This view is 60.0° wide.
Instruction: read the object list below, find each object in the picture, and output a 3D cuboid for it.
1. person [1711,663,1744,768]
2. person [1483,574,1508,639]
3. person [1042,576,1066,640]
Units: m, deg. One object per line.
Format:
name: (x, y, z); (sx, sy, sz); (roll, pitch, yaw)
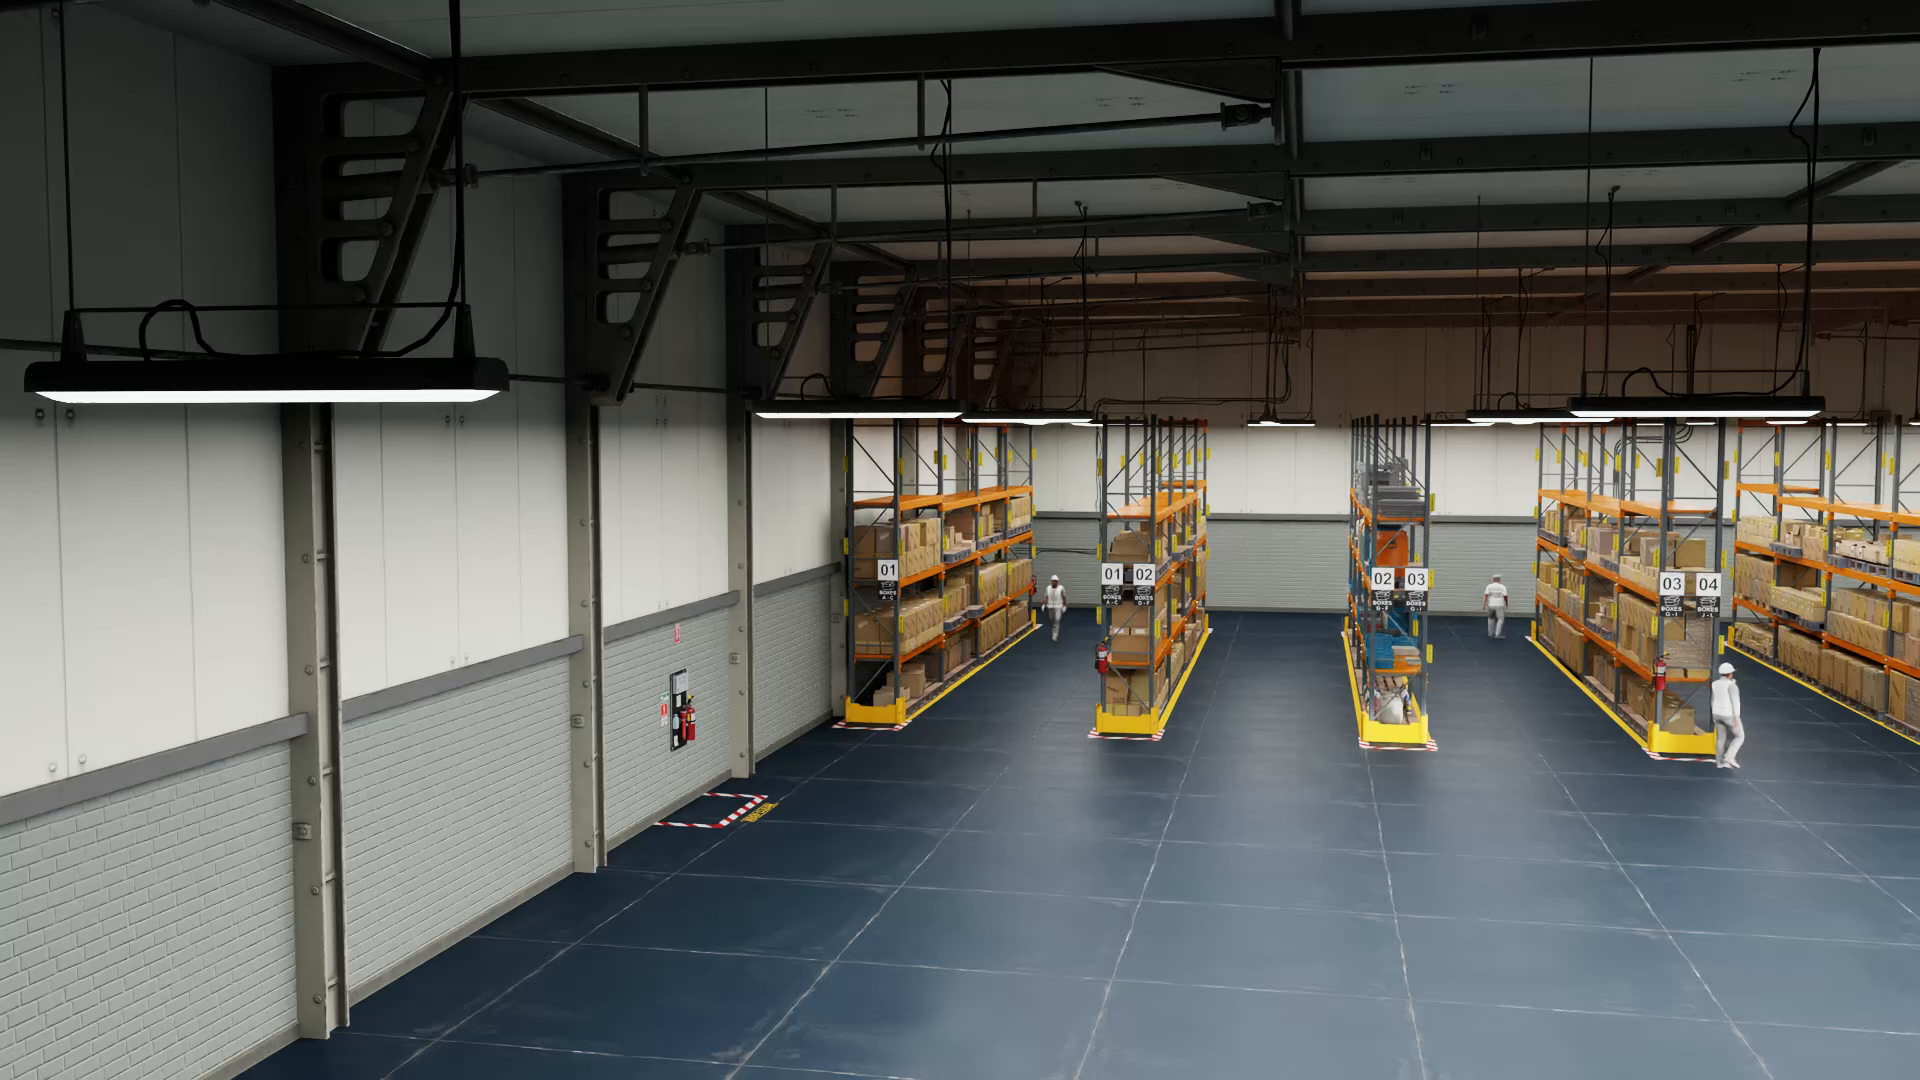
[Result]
person: (12.966, 2.960, 28.109); (0.426, 1.770, 0.564); (-2, 4, -27)
person: (14.704, 1.822, 45.659); (0.640, 1.742, 0.711); (2, 4, 27)
person: (2.555, 1.830, 45.190); (0.610, 1.722, 1.069); (1, 4, 15)
